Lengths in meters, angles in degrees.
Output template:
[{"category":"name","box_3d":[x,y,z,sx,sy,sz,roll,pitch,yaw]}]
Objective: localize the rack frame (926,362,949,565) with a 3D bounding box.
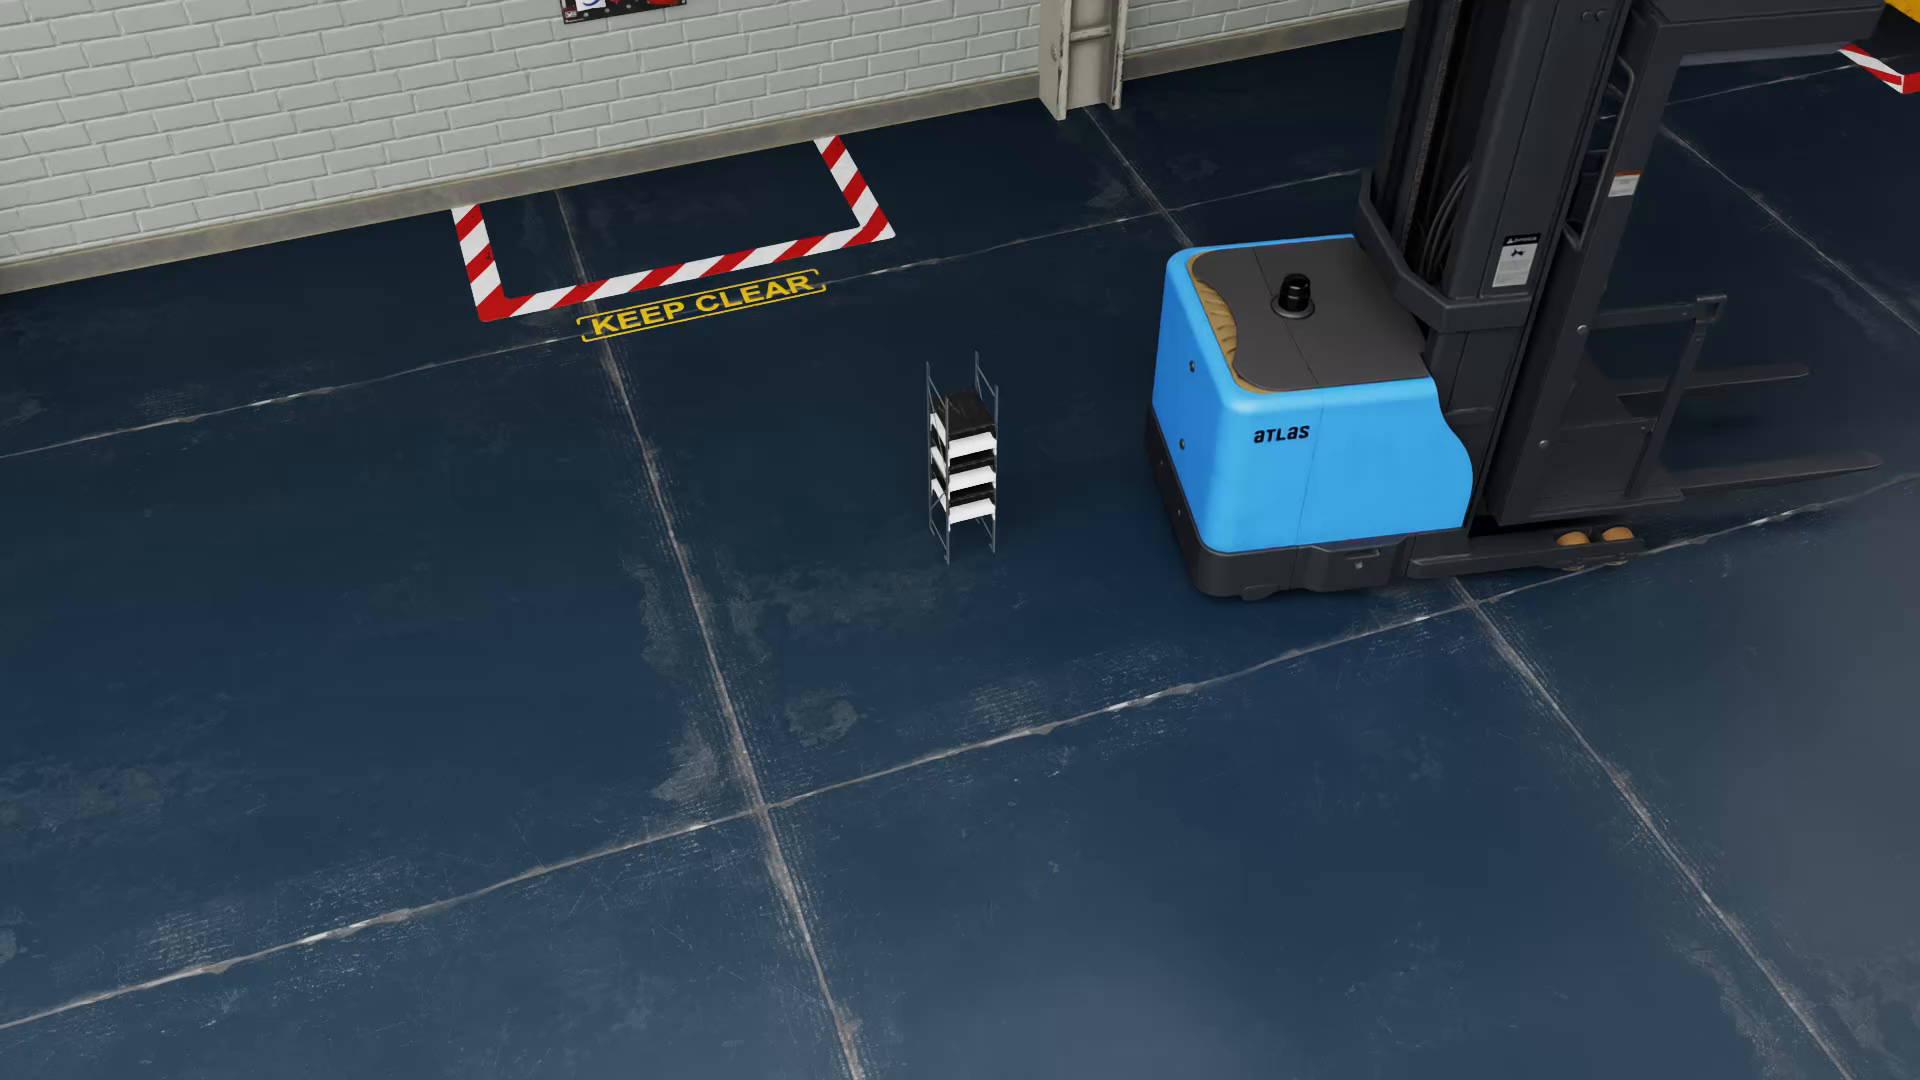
[{"category":"rack frame","box_3d":[-0.088,-0.295,6.718,0.006,0.900,0.240,-14,47,-14]}]

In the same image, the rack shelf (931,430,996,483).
[{"category":"rack shelf","box_3d":[0.008,-0.360,6.702,0.200,0.077,0.258,-14,47,-14]}]

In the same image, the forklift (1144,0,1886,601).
[{"category":"forklift","box_3d":[2.382,-1.273,6.259,3.031,2.935,1.130,-6,45,-6]}]

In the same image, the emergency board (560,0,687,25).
[{"category":"emergency board","box_3d":[-1.653,-3.019,7.951,0.643,1.169,0.194,-14,47,-14]}]

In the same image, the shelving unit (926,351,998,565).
[{"category":"shelving unit","box_3d":[0.008,-0.320,6.743,0.210,0.900,0.258,-14,47,-14]}]

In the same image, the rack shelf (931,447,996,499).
[{"category":"rack shelf","box_3d":[0.008,-0.296,6.766,0.200,0.077,0.258,-14,47,-14]}]

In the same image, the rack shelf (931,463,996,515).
[{"category":"rack shelf","box_3d":[0.008,-0.233,6.830,0.200,0.077,0.258,-14,47,-14]}]

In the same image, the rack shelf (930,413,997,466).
[{"category":"rack shelf","box_3d":[0.008,-0.423,6.639,0.200,0.077,0.258,-14,47,-14]}]

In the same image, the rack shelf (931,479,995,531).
[{"category":"rack shelf","box_3d":[0.008,-0.169,6.894,0.200,0.077,0.258,-14,47,-14]}]

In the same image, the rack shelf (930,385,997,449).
[{"category":"rack shelf","box_3d":[0.008,-0.487,6.575,0.200,0.077,0.258,-14,47,-14]}]

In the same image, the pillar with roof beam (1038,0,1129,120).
[{"category":"pillar with roof beam","box_3d":[2.146,-2.838,3.535,0.400,9.000,9.100,-14,47,-14]}]

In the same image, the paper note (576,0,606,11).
[{"category":"paper note","box_3d":[-1.843,-2.712,8.266,0.142,0.148,0.016,-14,47,-14]}]

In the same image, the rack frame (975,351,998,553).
[{"category":"rack frame","box_3d":[0.103,-0.344,6.767,0.006,0.900,0.240,-14,47,-14]}]
